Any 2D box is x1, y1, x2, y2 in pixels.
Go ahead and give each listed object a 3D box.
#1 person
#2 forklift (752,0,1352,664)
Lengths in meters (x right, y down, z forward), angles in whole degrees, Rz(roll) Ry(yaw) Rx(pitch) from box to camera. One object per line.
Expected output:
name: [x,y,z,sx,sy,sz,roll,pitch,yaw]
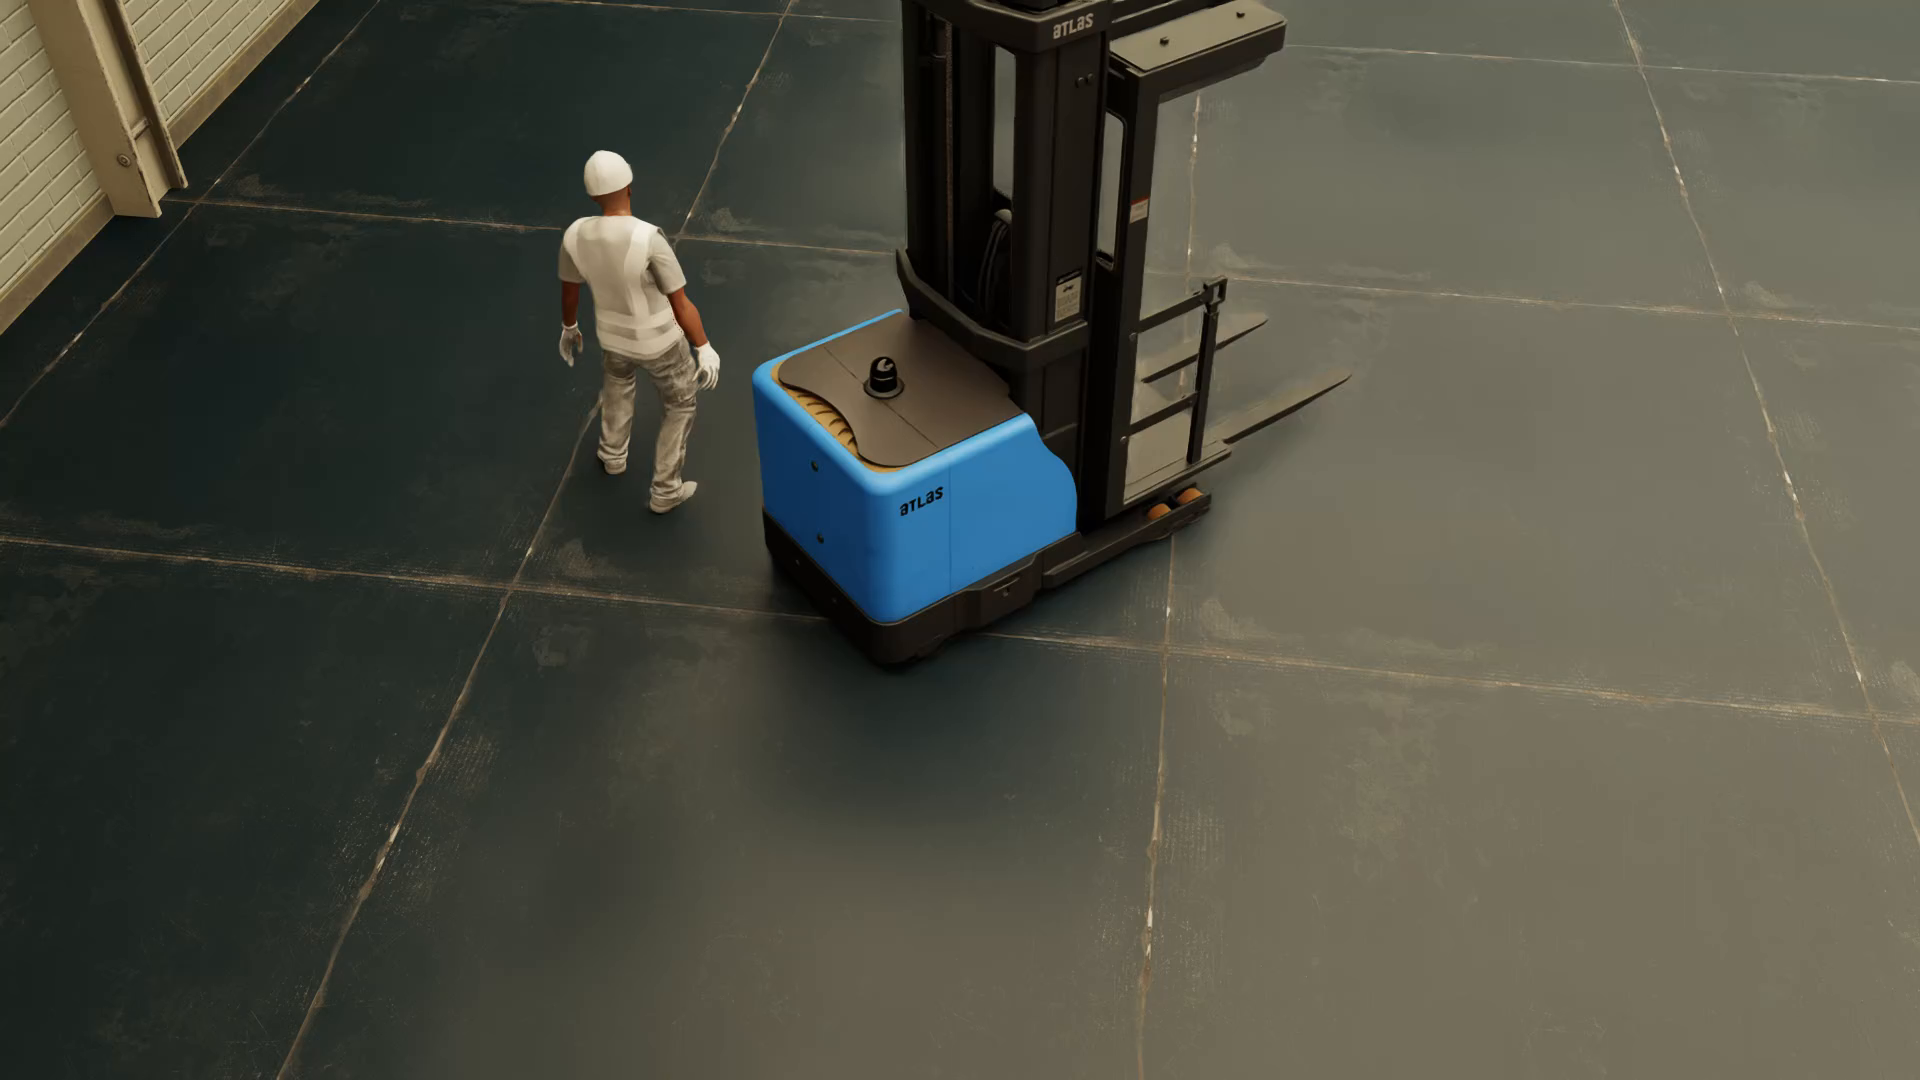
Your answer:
person: [-1.463,-0.921,7.659,0.878,1.753,0.483,19,46,20]
forklift: [0.585,-1.349,7.193,3.031,2.935,1.130,-26,49,-26]
